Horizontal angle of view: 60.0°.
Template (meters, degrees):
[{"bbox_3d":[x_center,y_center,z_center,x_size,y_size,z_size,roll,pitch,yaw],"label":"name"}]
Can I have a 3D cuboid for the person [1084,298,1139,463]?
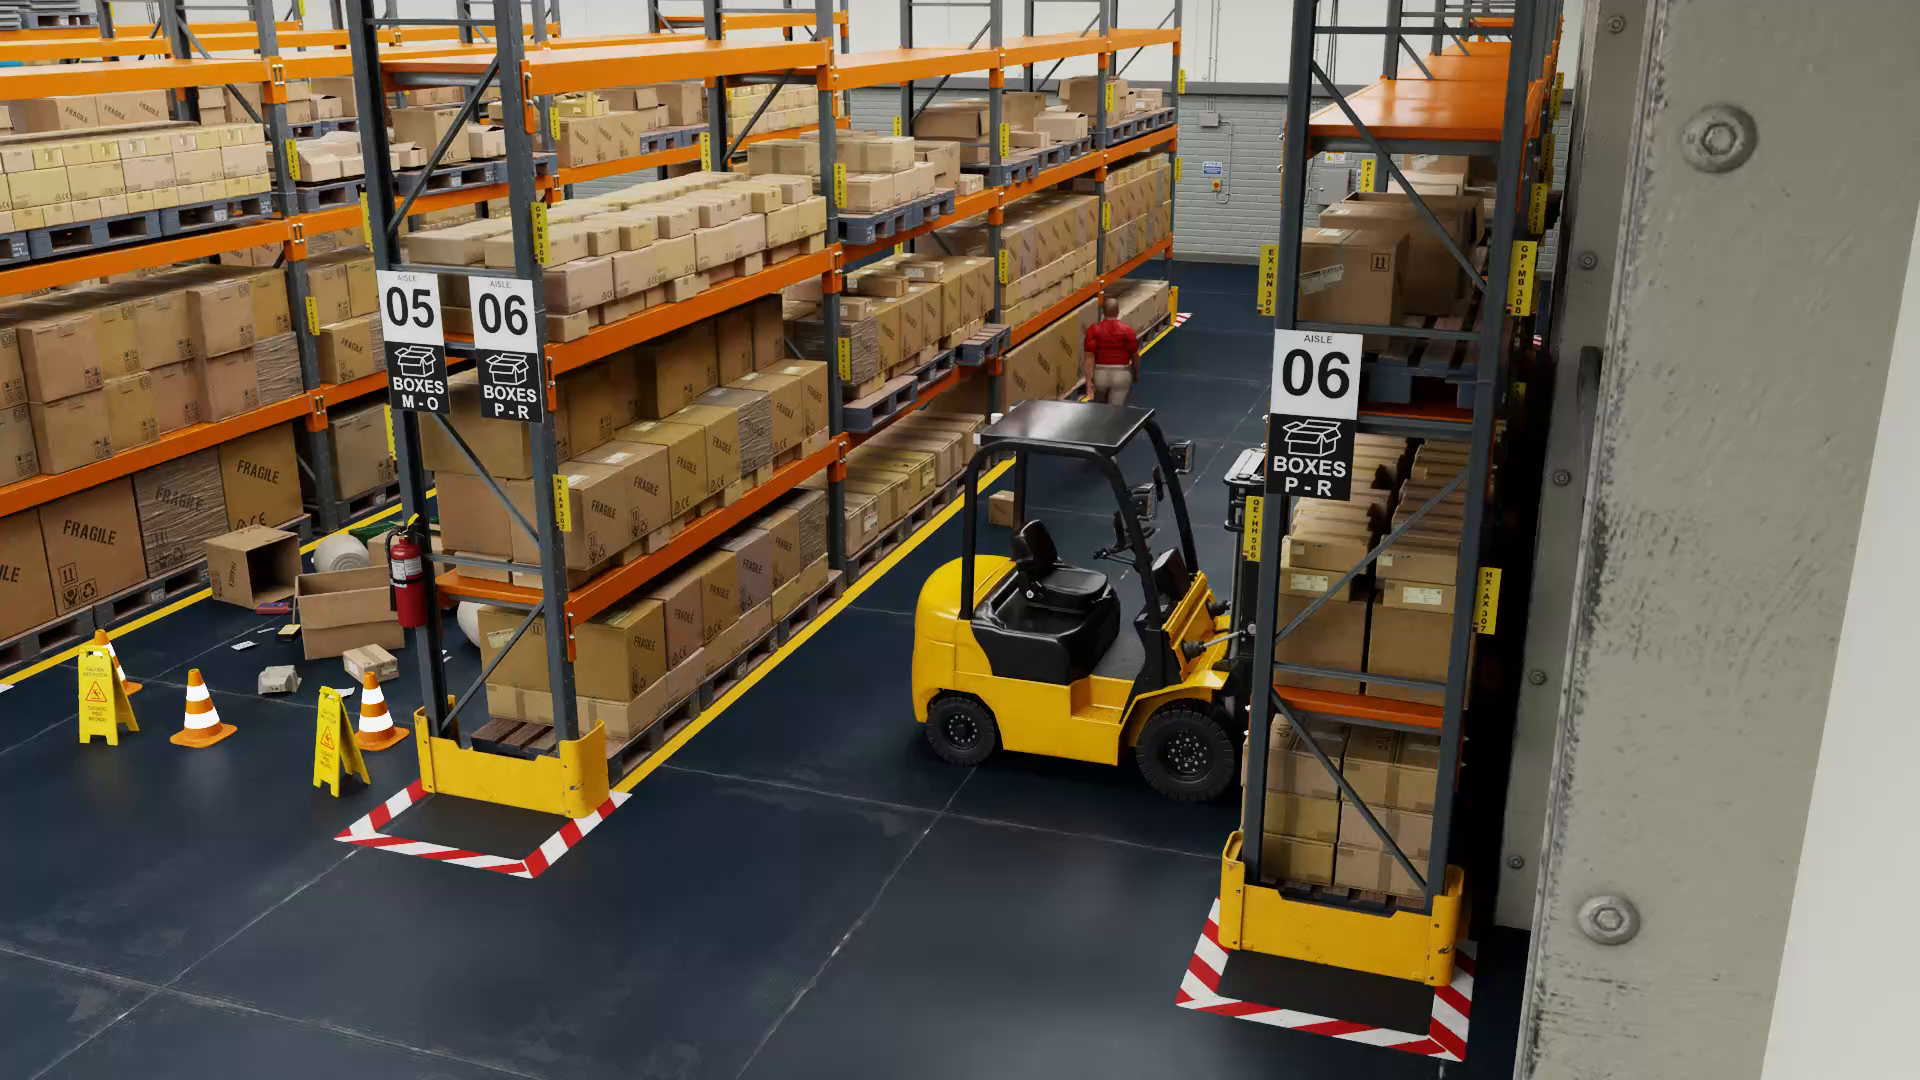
[{"bbox_3d":[1.574,-1.675,17.058,0.531,1.658,1.036,7,20,19],"label":"person"}]
